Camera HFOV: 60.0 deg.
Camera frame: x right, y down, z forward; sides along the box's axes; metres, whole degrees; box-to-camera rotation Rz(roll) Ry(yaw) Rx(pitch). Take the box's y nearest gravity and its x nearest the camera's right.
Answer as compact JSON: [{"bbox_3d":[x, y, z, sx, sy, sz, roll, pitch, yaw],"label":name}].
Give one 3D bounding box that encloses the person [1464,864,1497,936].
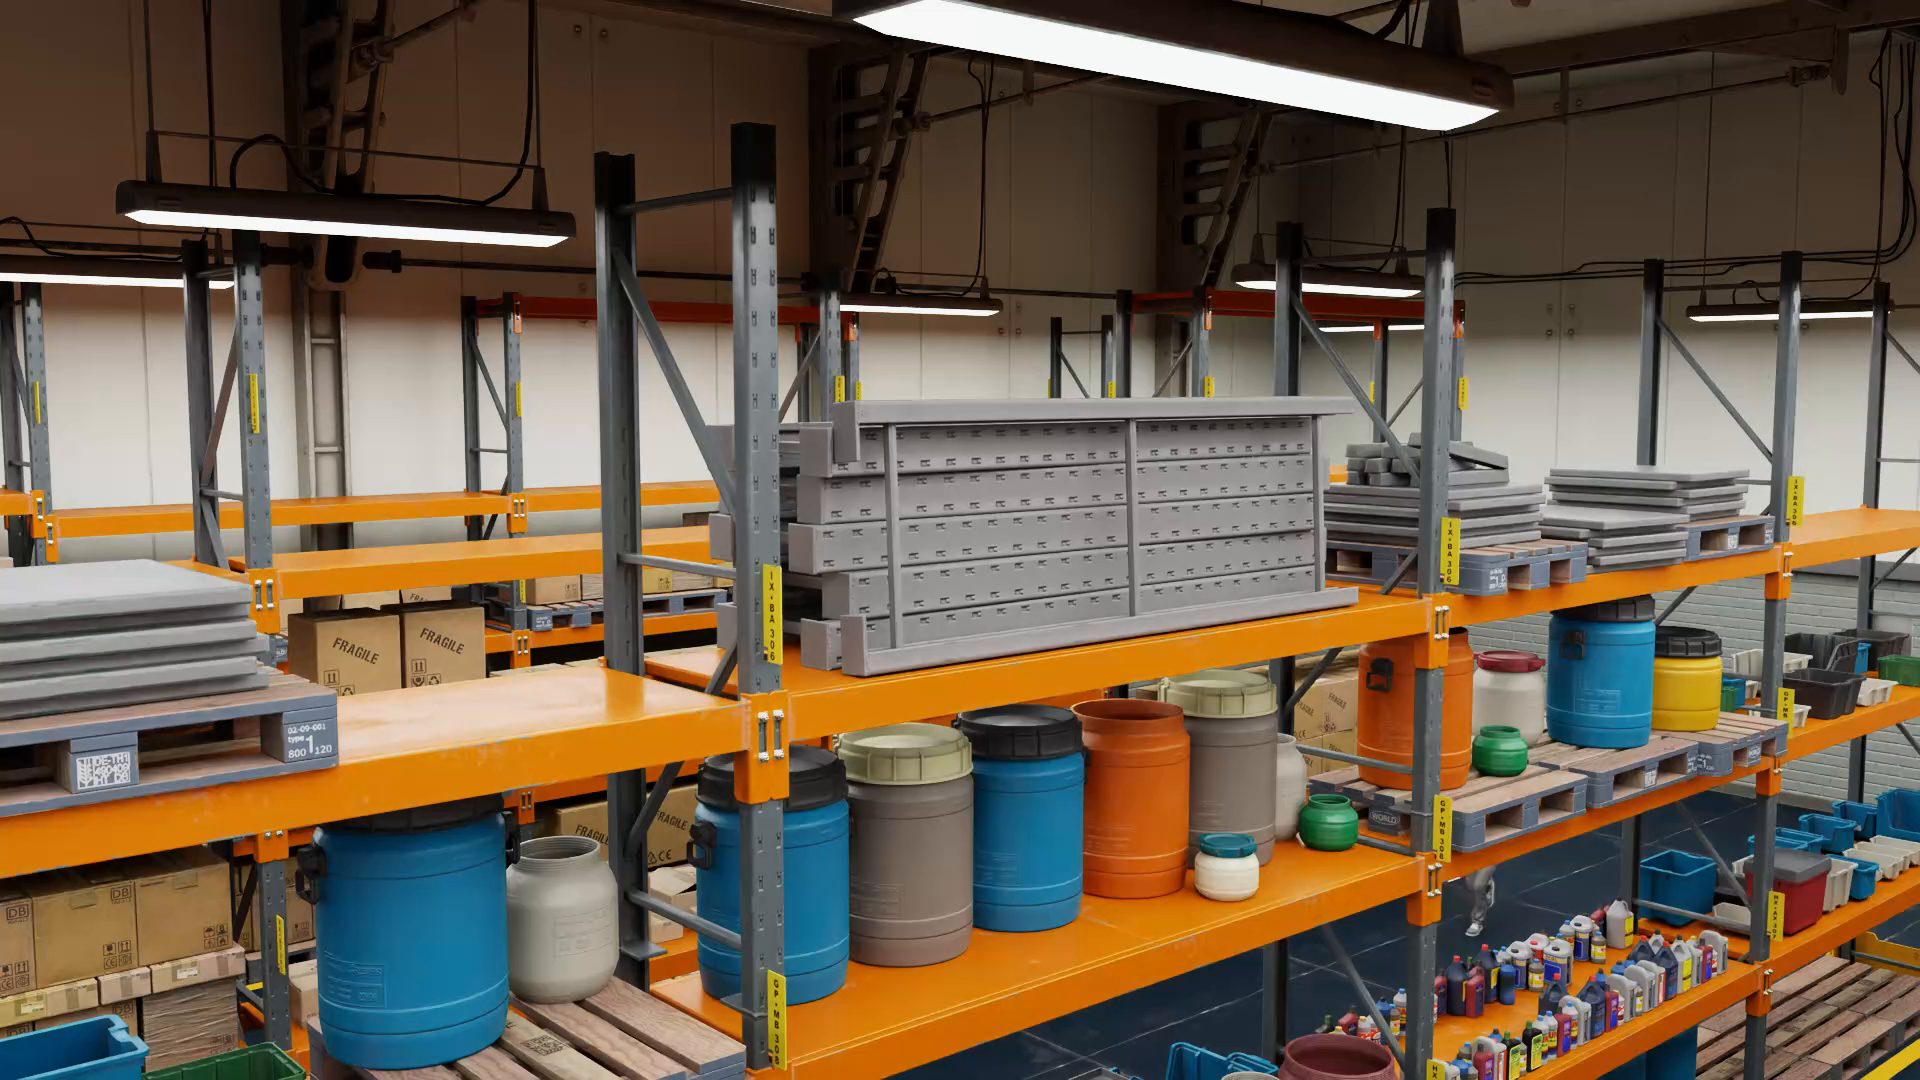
[{"bbox_3d":[4.973,2.921,15.697,0.520,1.559,0.635,5,7,42],"label":"person"}]
